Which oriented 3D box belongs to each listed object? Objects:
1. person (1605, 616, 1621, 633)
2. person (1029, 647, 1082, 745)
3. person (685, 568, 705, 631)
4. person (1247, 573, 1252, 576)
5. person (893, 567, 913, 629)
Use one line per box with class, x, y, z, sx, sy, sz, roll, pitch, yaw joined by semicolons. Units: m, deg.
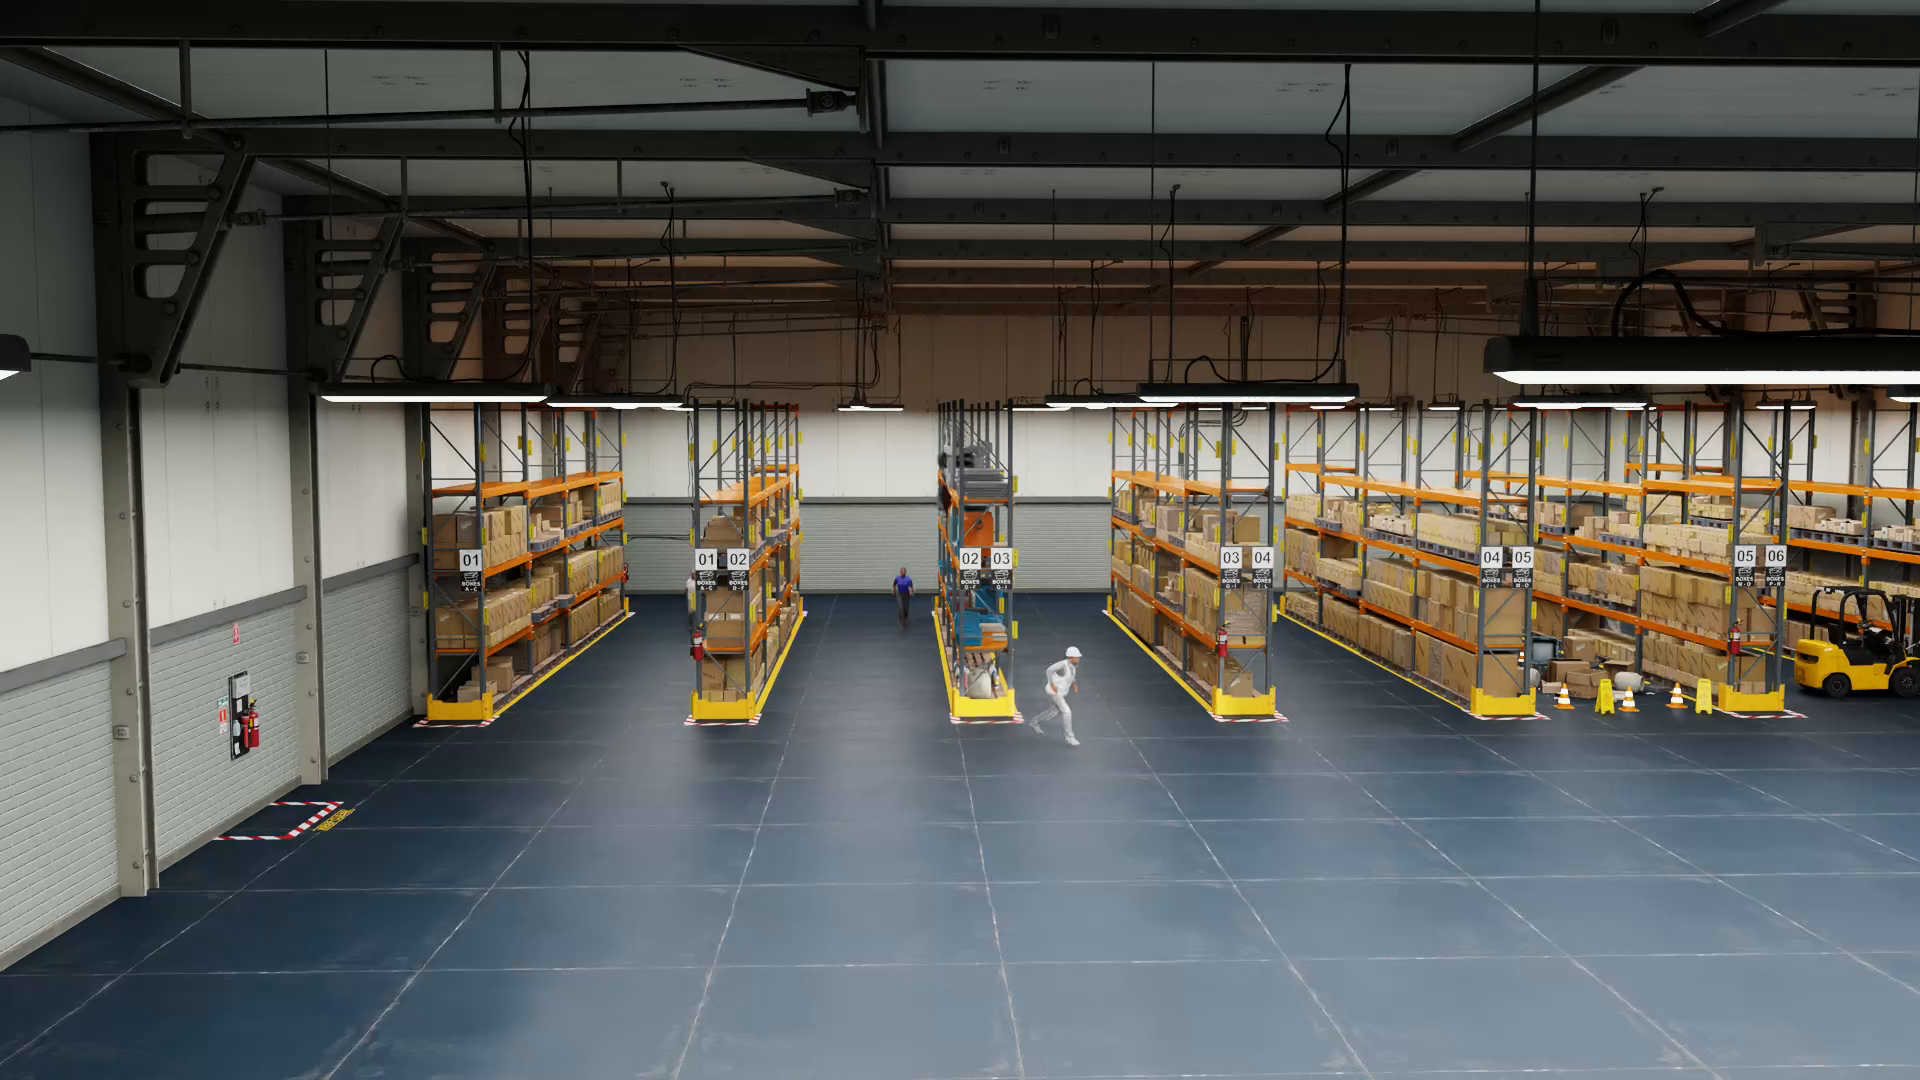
person;16.596;1.689;42.215;0.549;1.645;0.599;-1;4;-11
person;1.652;2.698;28.973;1.048;1.732;0.696;3;5;35
person;-6.967;1.575;43.637;0.555;1.674;0.624;0;4;-1
person;8.600;1.204;48.182;0.710;1.795;0.792;3;5;37
person;-1.524;1.540;44.542;0.559;1.640;0.812;0;4;-3
